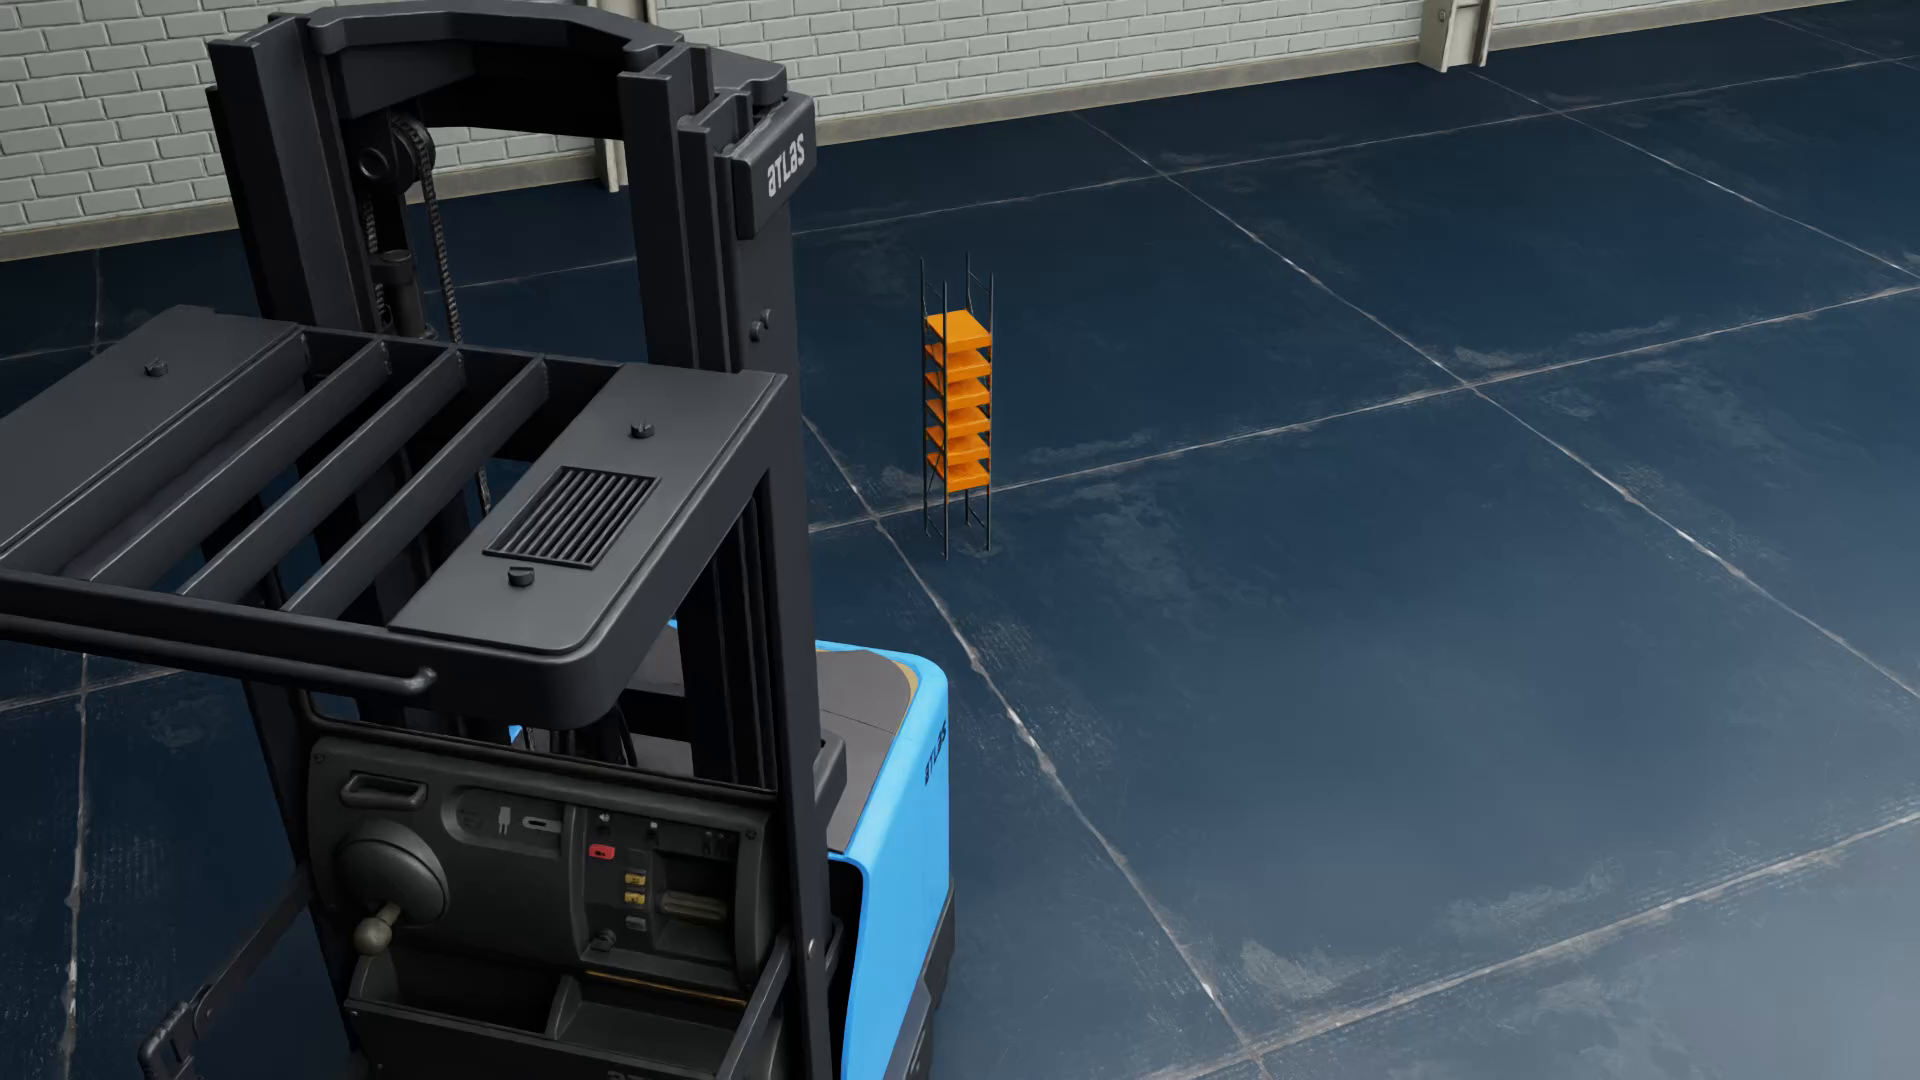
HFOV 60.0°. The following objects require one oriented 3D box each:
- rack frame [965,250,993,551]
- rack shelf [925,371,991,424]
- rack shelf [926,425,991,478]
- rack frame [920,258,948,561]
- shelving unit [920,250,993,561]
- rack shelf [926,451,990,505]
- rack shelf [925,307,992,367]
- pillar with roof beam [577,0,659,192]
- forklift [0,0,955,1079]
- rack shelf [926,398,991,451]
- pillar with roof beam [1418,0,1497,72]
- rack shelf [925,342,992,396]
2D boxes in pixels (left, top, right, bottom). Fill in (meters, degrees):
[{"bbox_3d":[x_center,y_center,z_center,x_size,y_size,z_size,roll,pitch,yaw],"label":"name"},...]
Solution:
[{"bbox_3d":[0.071,-0.519,6.448,0.006,1.200,0.240,-13,35,-19],"label":"rack frame"},{"bbox_3d":[-0.013,-0.563,6.377,0.180,0.103,0.258,-13,35,-19],"label":"rack shelf"},{"bbox_3d":[-0.013,-0.362,6.508,0.180,0.103,0.258,-13,35,-19],"label":"rack shelf"},{"bbox_3d":[-0.098,-0.481,6.388,0.006,1.200,0.240,-13,35,-19],"label":"rack frame"},{"bbox_3d":[-0.013,-0.500,6.418,0.189,1.200,0.258,-13,35,-19],"label":"shelving unit"},{"bbox_3d":[-0.013,-0.261,6.573,0.180,0.103,0.258,-13,35,-19],"label":"rack shelf"},{"bbox_3d":[-0.013,-0.764,6.246,0.180,0.103,0.258,-13,35,-19],"label":"rack shelf"},{"bbox_3d":[-0.306,-3.804,4.345,0.400,9.000,9.100,-13,35,-19],"label":"pillar with roof beam"},{"bbox_3d":[-0.864,0.695,2.995,1.130,2.935,3.031,8,34,12],"label":"forklift"},{"bbox_3d":[-0.013,-0.463,6.442,0.180,0.103,0.258,-13,35,-19],"label":"rack shelf"},{"bbox_3d":[5.226,-5.071,6.292,0.400,9.000,9.100,-13,35,-19],"label":"pillar with roof beam"},{"bbox_3d":[-0.013,-0.664,6.311,0.180,0.103,0.258,-13,35,-19],"label":"rack shelf"}]
